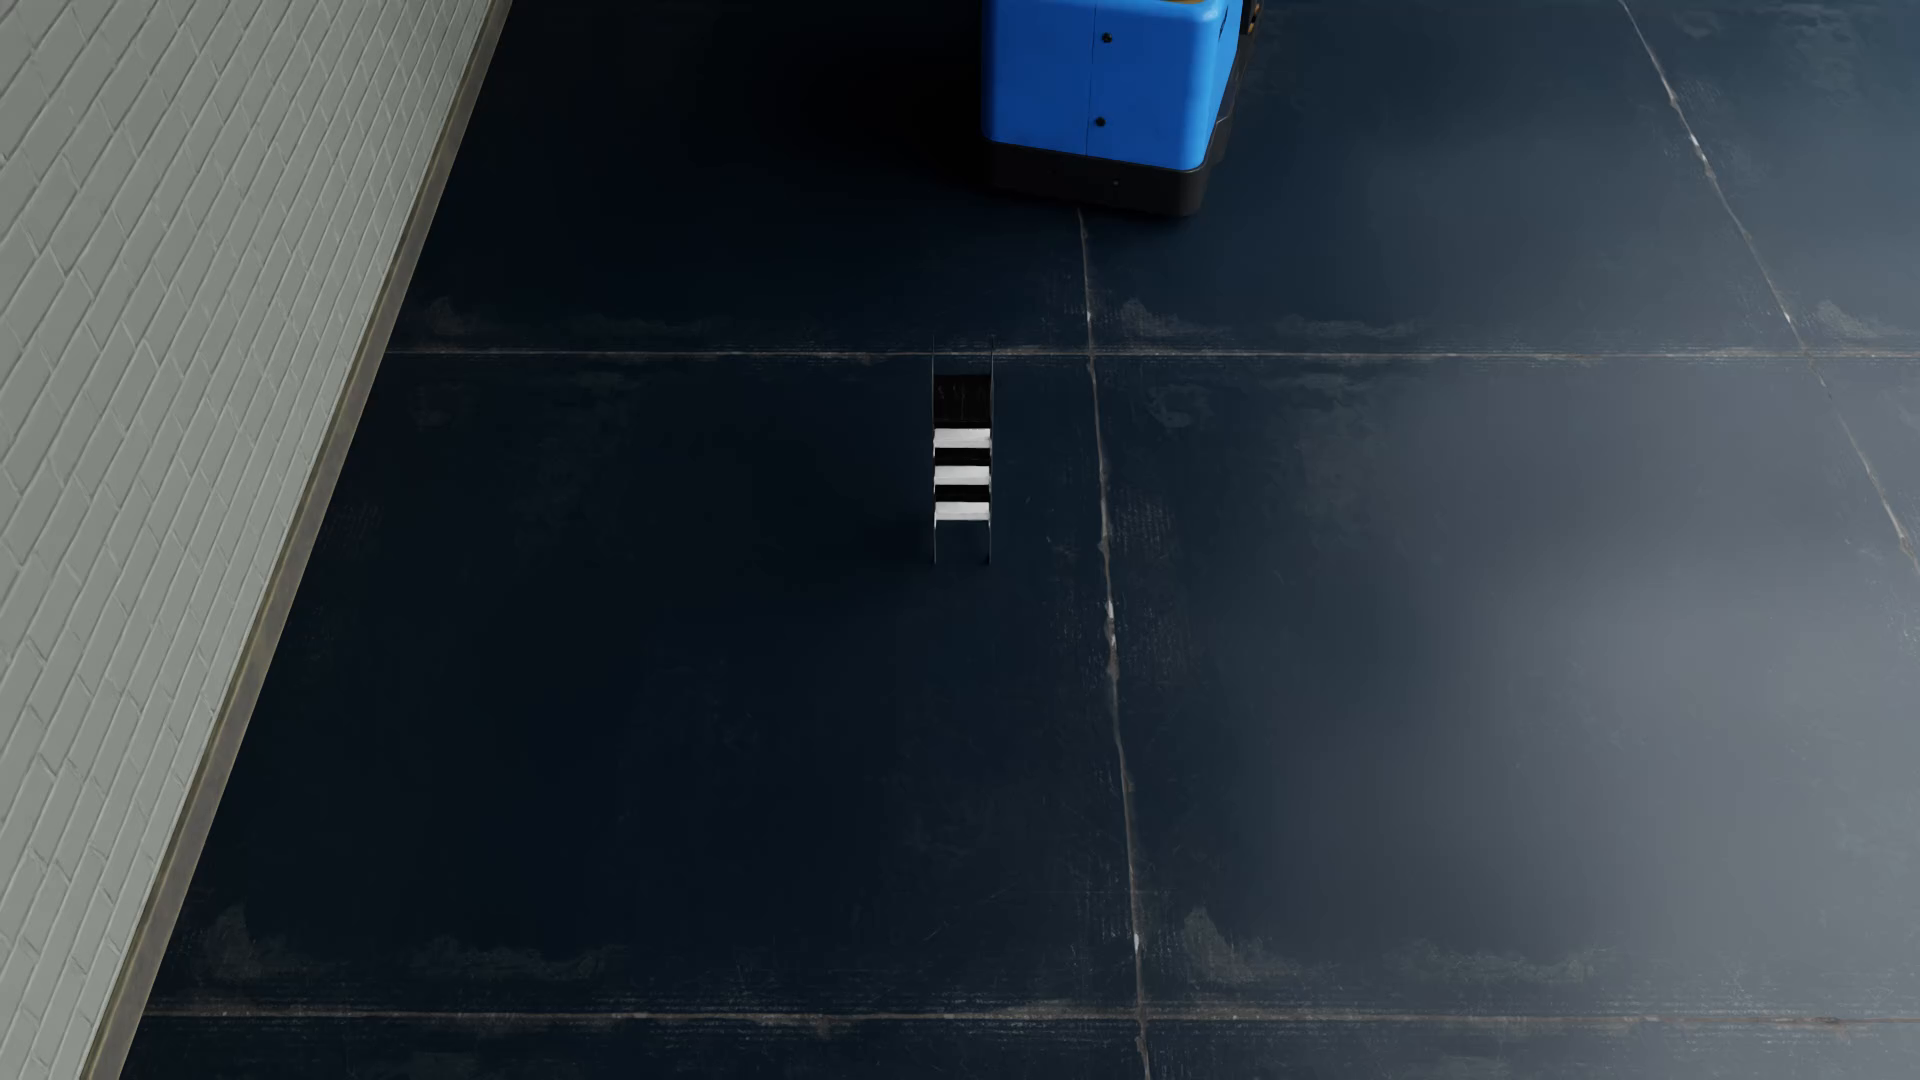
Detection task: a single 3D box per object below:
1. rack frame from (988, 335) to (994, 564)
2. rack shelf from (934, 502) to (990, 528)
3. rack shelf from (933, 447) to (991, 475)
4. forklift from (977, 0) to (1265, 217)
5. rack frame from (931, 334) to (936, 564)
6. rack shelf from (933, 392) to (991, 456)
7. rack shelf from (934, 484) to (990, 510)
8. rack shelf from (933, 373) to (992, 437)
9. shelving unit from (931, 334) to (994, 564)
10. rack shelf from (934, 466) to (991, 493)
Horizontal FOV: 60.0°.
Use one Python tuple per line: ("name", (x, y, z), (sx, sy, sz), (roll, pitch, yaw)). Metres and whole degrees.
("rack frame", (0.110, -0.306, 5.920), (0.006, 0.900, 0.240), (0, 47, 0))
("rack shelf", (0.008, -0.161, 6.077), (0.200, 0.077, 0.258), (0, 47, 0))
("rack shelf", (0.008, -0.345, 5.879), (0.200, 0.077, 0.258), (0, 47, 0))
("forklift", (0.960, -3.562, 7.563), (1.130, 2.935, 3.031), (11, 48, 10))
("rack frame", (-0.094, -0.307, 5.921), (0.006, 0.900, 0.240), (0, 47, 0))
("rack shelf", (0.008, -0.406, 5.813), (0.200, 0.077, 0.258), (0, 47, 0))
("rack shelf", (0.008, -0.223, 6.011), (0.200, 0.077, 0.258), (0, 47, 0))
("rack shelf", (0.008, -0.468, 5.747), (0.200, 0.077, 0.258), (0, 47, 0))
("shelving unit", (0.008, -0.307, 5.921), (0.210, 0.900, 0.258), (0, 47, 0))
("rack shelf", (0.008, -0.284, 5.945), (0.200, 0.077, 0.258), (0, 47, 0))
